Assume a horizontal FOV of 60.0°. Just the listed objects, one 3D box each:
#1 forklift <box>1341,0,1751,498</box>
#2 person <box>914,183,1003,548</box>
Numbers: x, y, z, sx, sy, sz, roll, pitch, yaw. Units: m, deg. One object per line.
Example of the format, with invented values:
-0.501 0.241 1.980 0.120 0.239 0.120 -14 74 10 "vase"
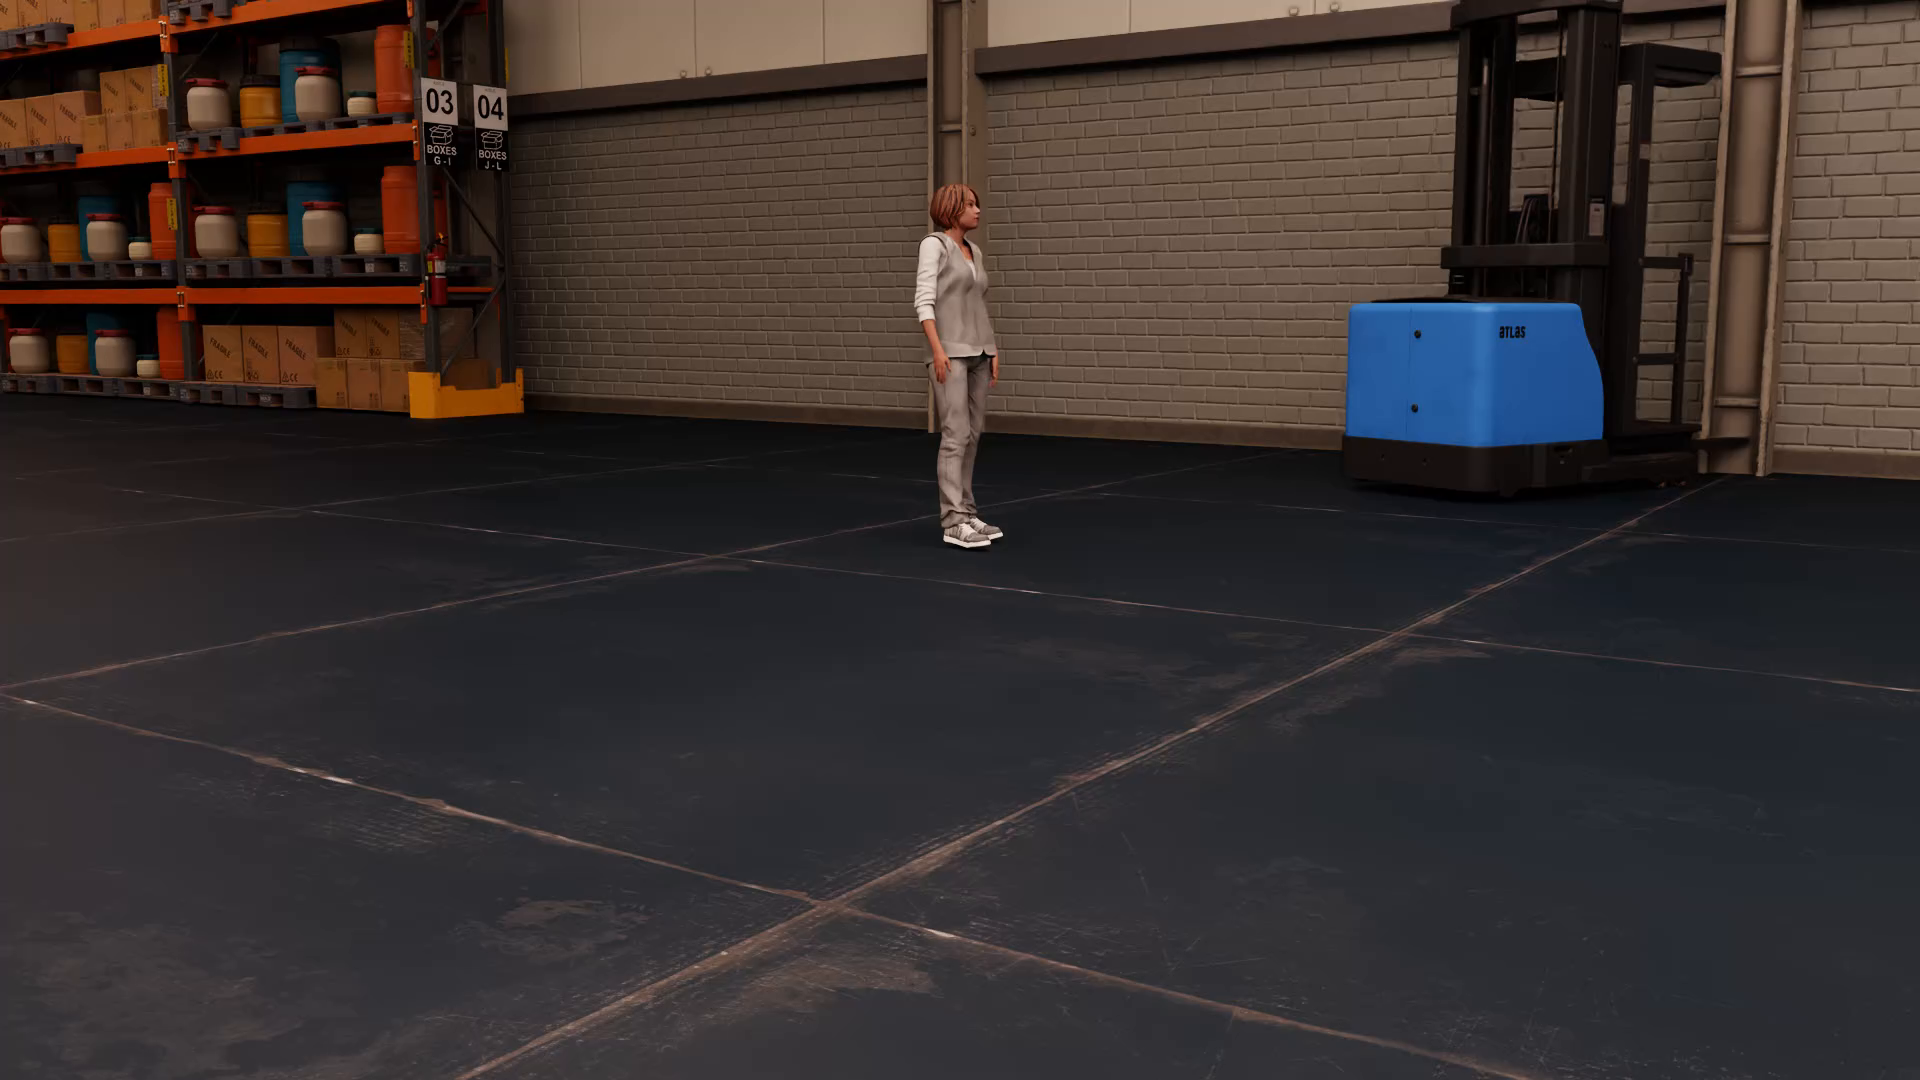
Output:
3.729 -1.810 9.919 3.031 2.935 1.130 -5 10 -33 "forklift"
0.054 -0.745 7.444 0.473 1.507 0.521 5 10 34 "person"
